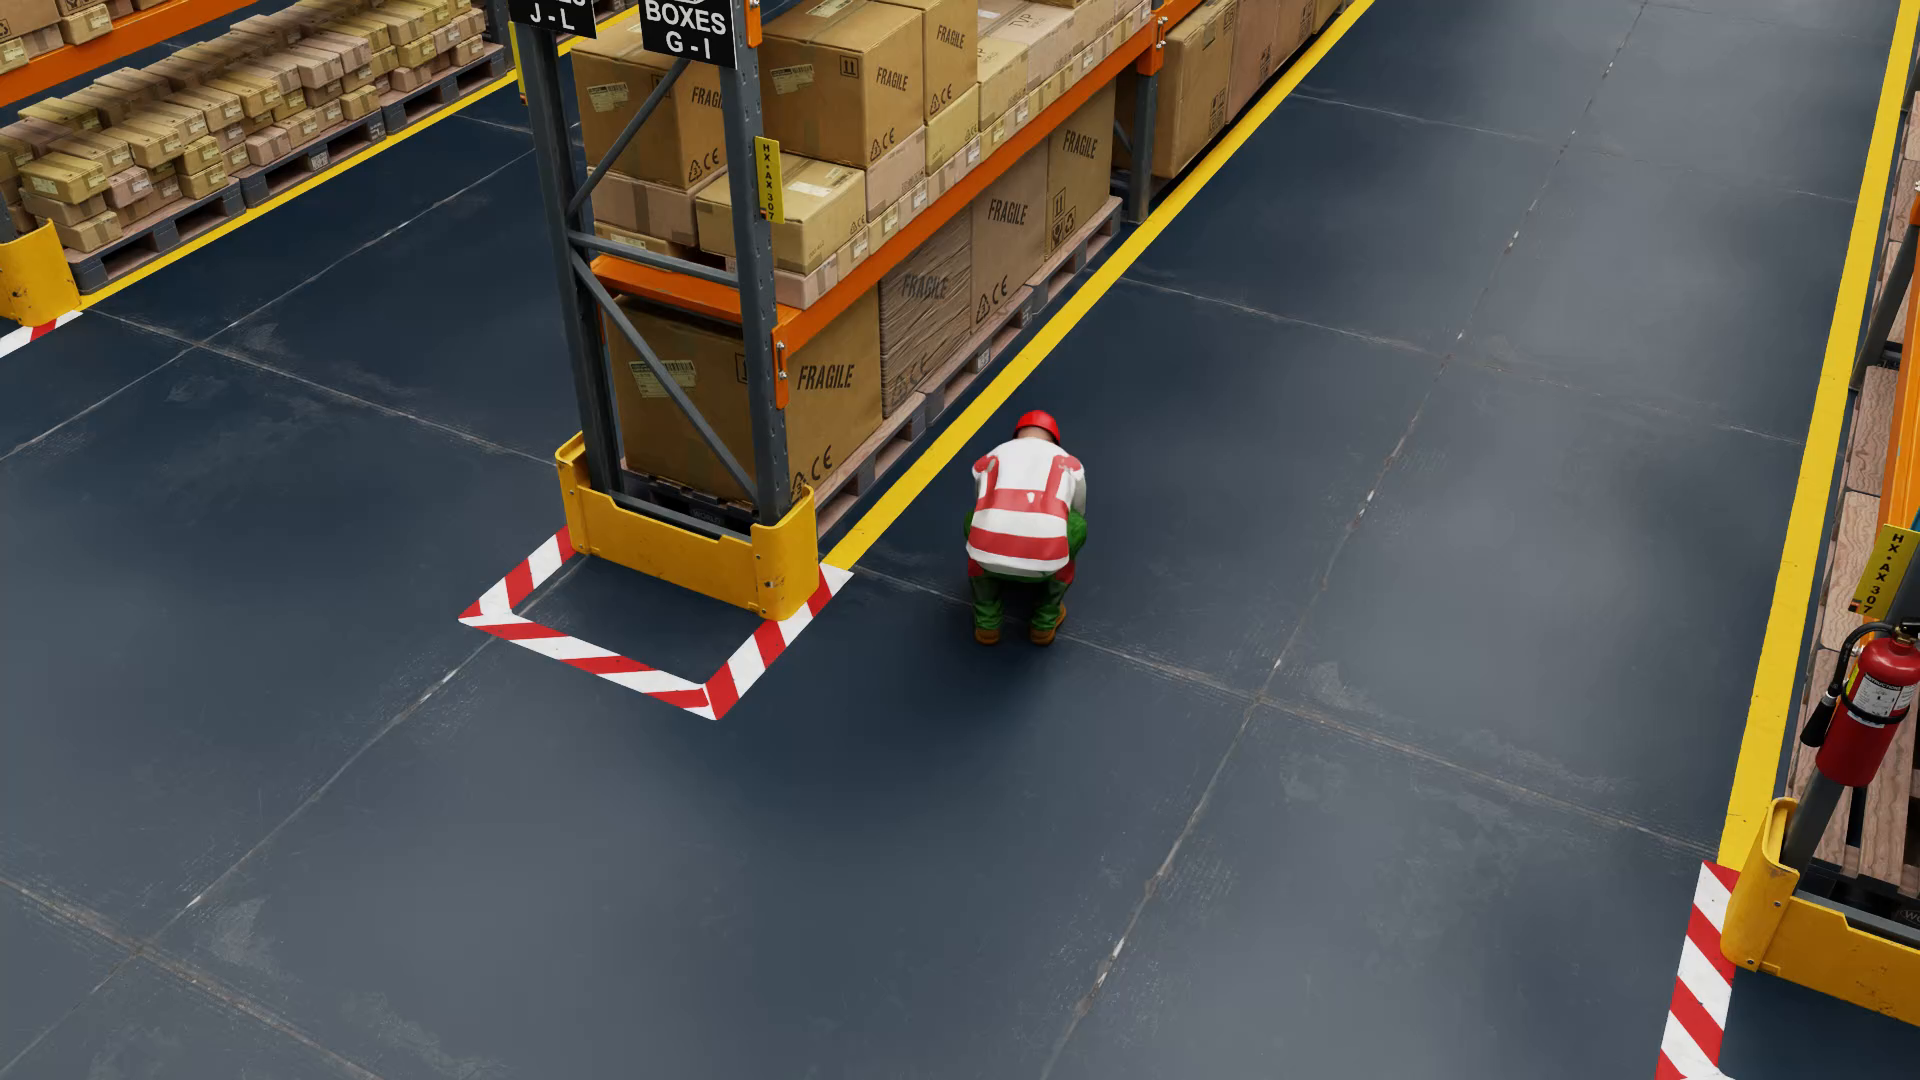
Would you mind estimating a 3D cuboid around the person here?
[{"bbox_3d":[0.279,-0.024,6.997,0.520,0.821,0.965,7,38,9],"label":"person"}]
